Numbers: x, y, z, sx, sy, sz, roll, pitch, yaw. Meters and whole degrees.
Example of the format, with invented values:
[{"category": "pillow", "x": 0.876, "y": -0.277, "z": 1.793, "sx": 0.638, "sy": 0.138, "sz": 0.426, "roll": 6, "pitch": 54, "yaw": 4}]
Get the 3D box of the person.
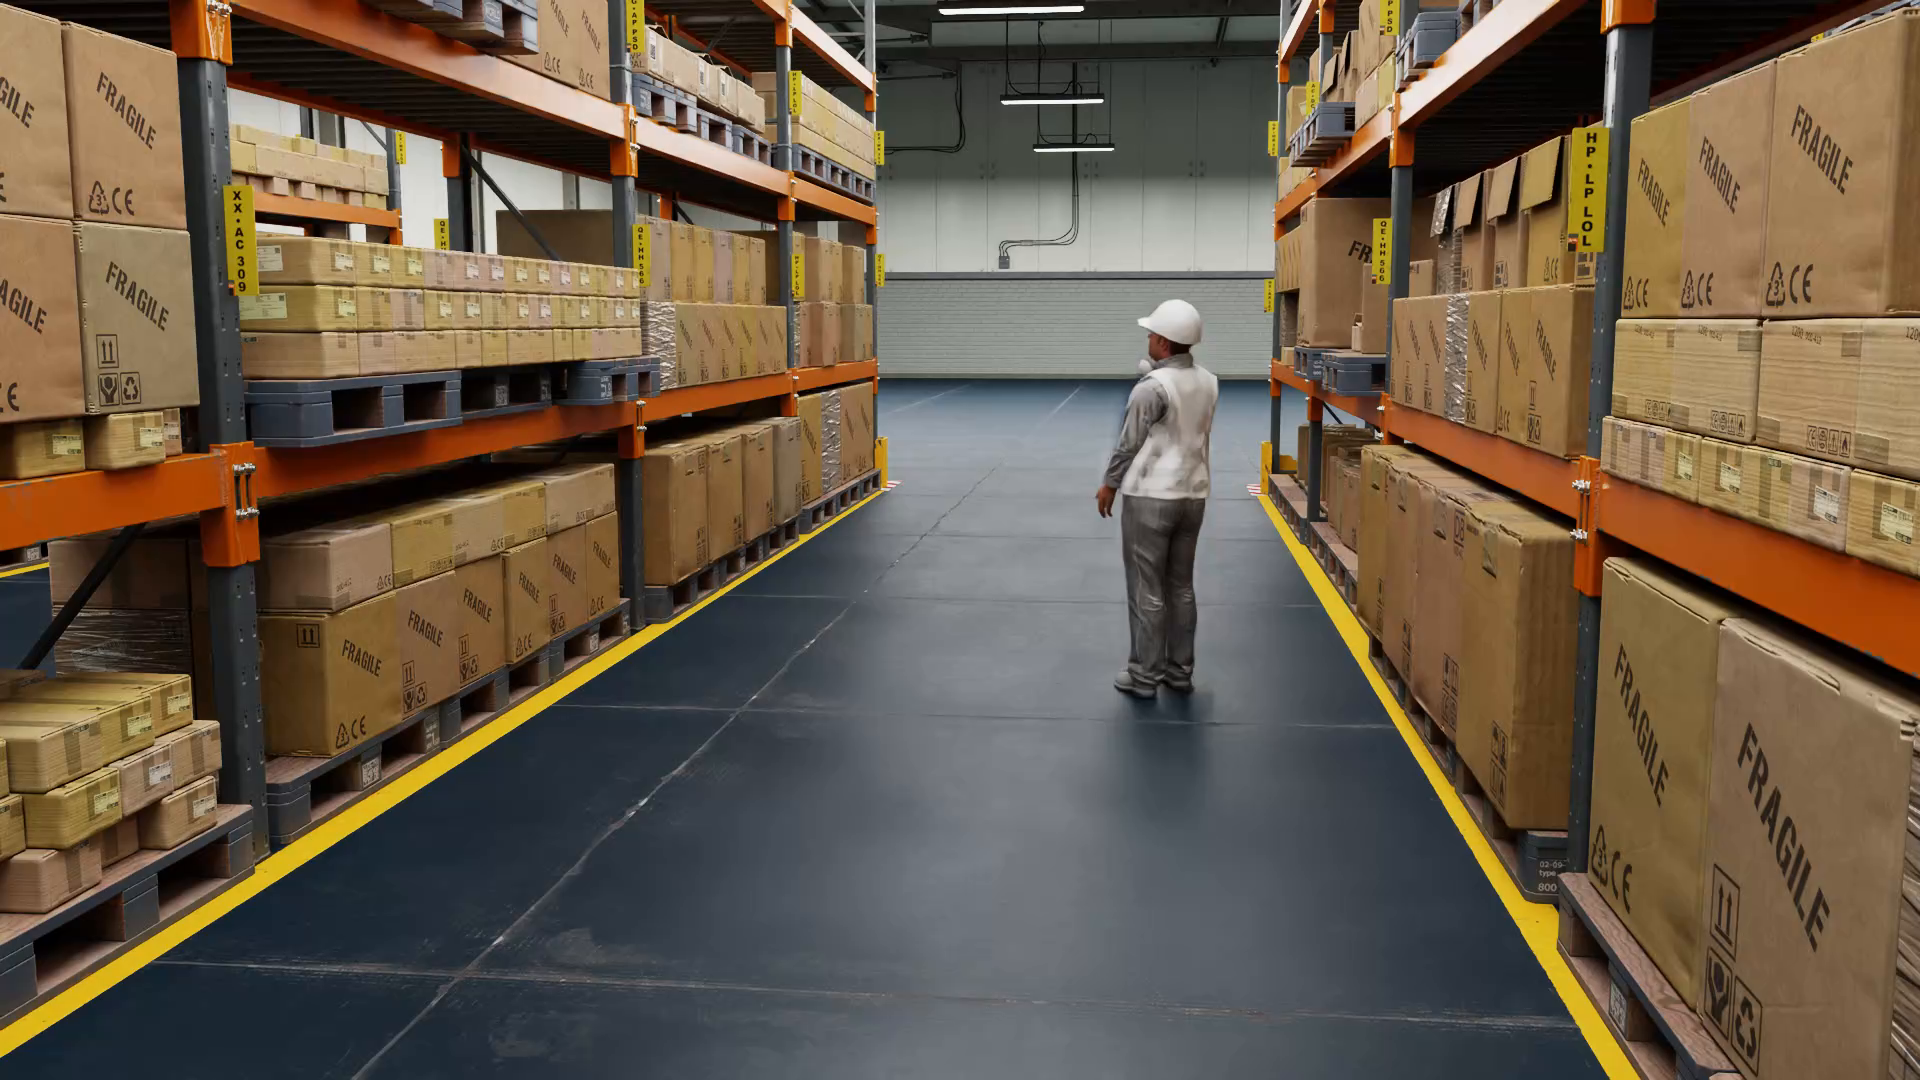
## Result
[{"category": "person", "x": 0.898, "y": -0.190, "z": 7.545, "sx": 0.586, "sy": 1.782, "sz": 0.481, "roll": -7, "pitch": 10, "yaw": -44}]
